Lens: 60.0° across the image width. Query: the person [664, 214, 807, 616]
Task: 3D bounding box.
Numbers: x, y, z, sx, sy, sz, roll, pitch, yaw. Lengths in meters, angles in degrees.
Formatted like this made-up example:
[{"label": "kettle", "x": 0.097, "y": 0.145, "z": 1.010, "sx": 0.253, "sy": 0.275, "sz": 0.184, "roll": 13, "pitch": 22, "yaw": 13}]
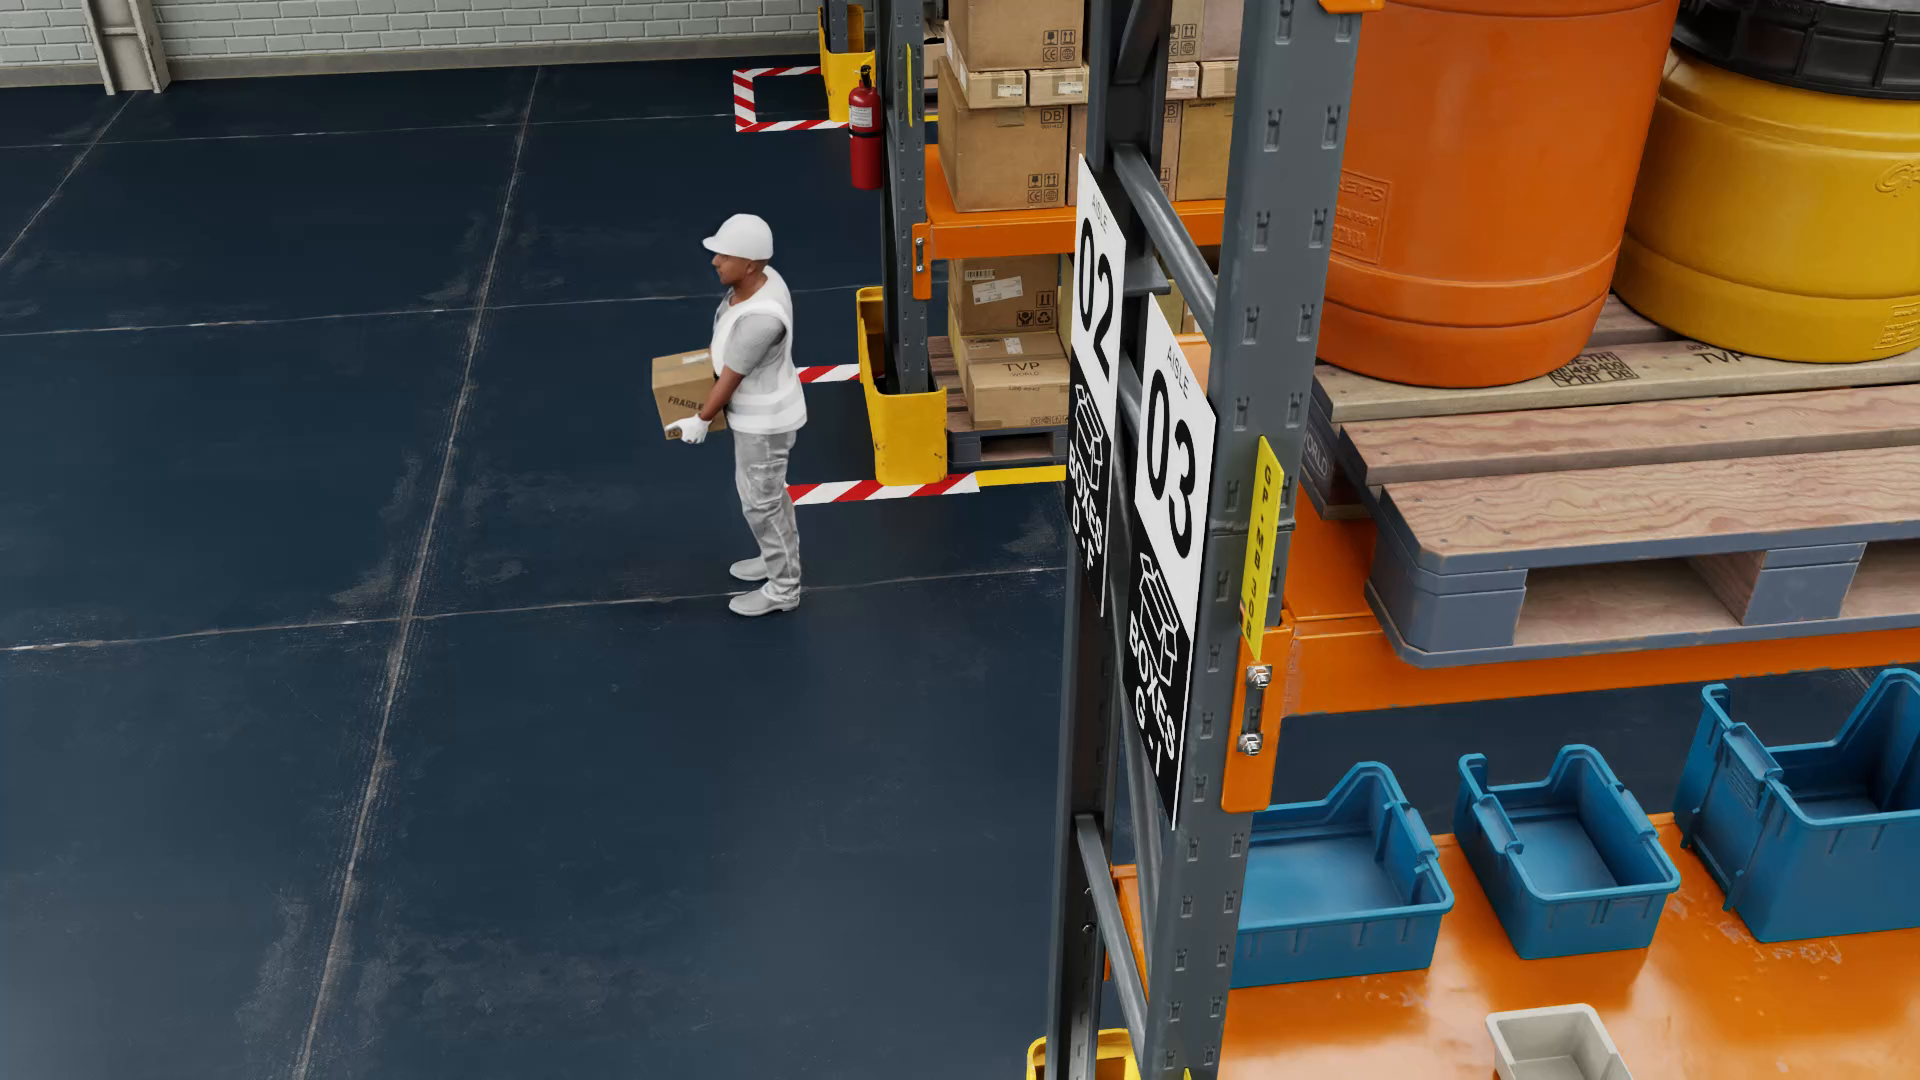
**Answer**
[{"label": "person", "x": -0.922, "y": -0.501, "z": 6.855, "sx": 0.580, "sy": 1.782, "sz": 0.491, "roll": -5, "pitch": 35, "yaw": -7}]
